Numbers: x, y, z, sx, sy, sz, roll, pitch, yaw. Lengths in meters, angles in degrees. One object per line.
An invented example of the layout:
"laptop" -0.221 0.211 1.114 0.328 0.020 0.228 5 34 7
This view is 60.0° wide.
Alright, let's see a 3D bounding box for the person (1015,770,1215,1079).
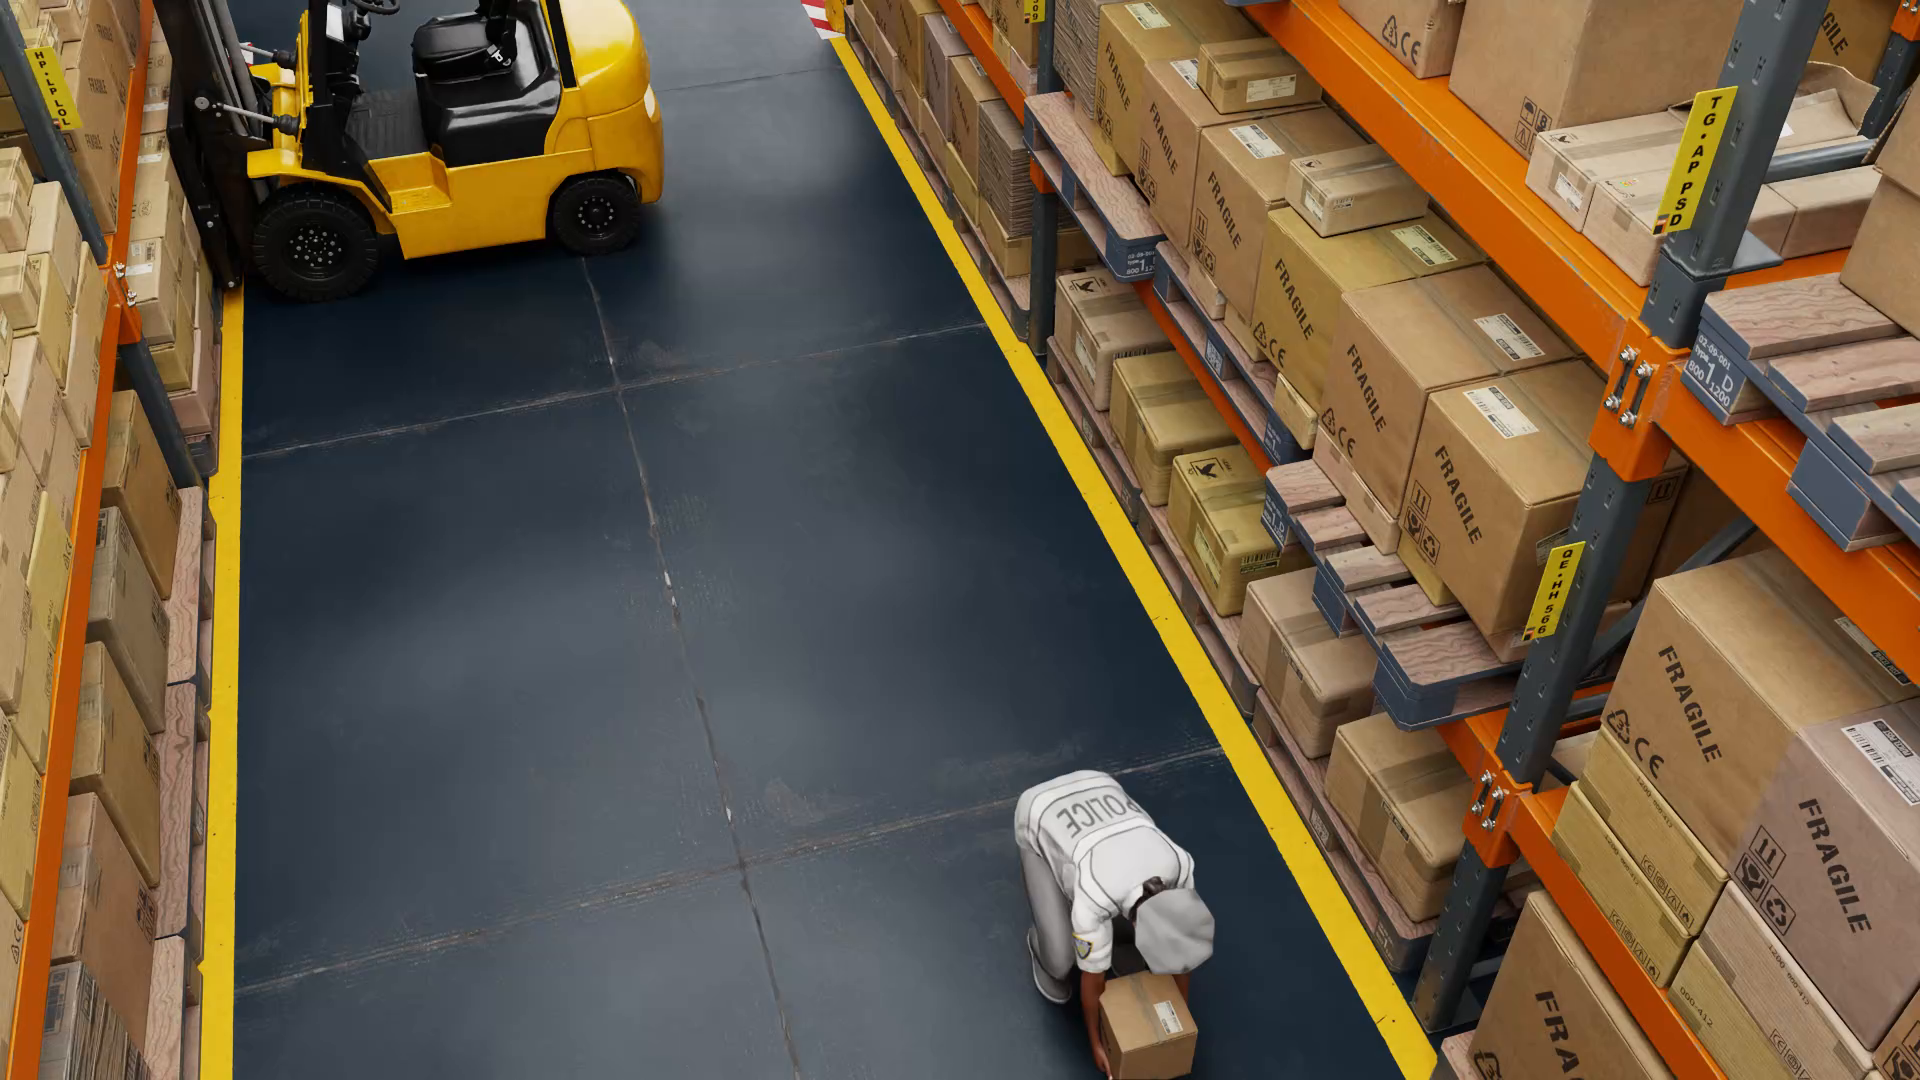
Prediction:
"person" 0.484 1.211 5.352 0.470 0.977 0.912 -13 44 -14
